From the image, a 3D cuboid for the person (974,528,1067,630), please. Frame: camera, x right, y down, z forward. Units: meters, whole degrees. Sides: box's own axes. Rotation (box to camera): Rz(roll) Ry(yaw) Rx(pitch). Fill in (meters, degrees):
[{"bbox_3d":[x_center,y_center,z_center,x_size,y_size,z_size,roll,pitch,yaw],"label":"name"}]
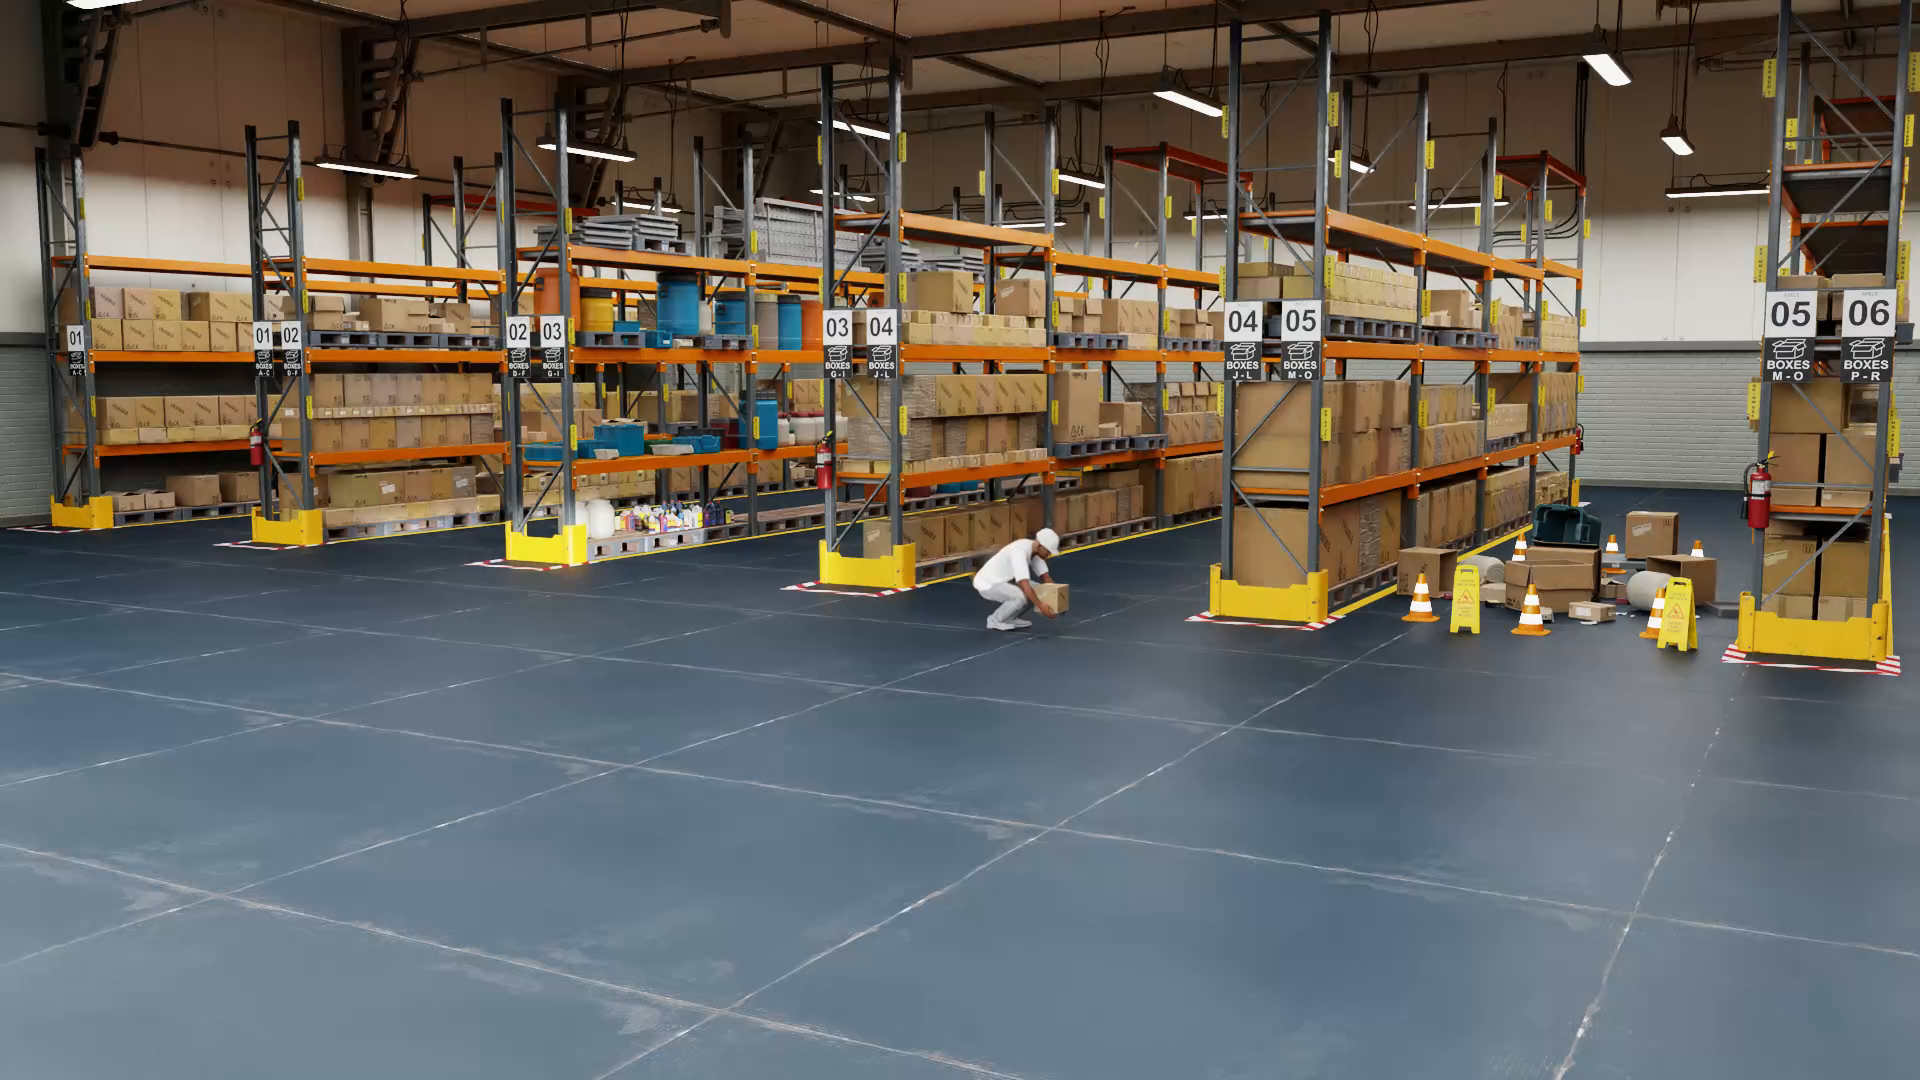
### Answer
[{"bbox_3d":[0.593,0.374,16.186,0.888,0.997,0.586,3,7,29],"label":"person"}]
